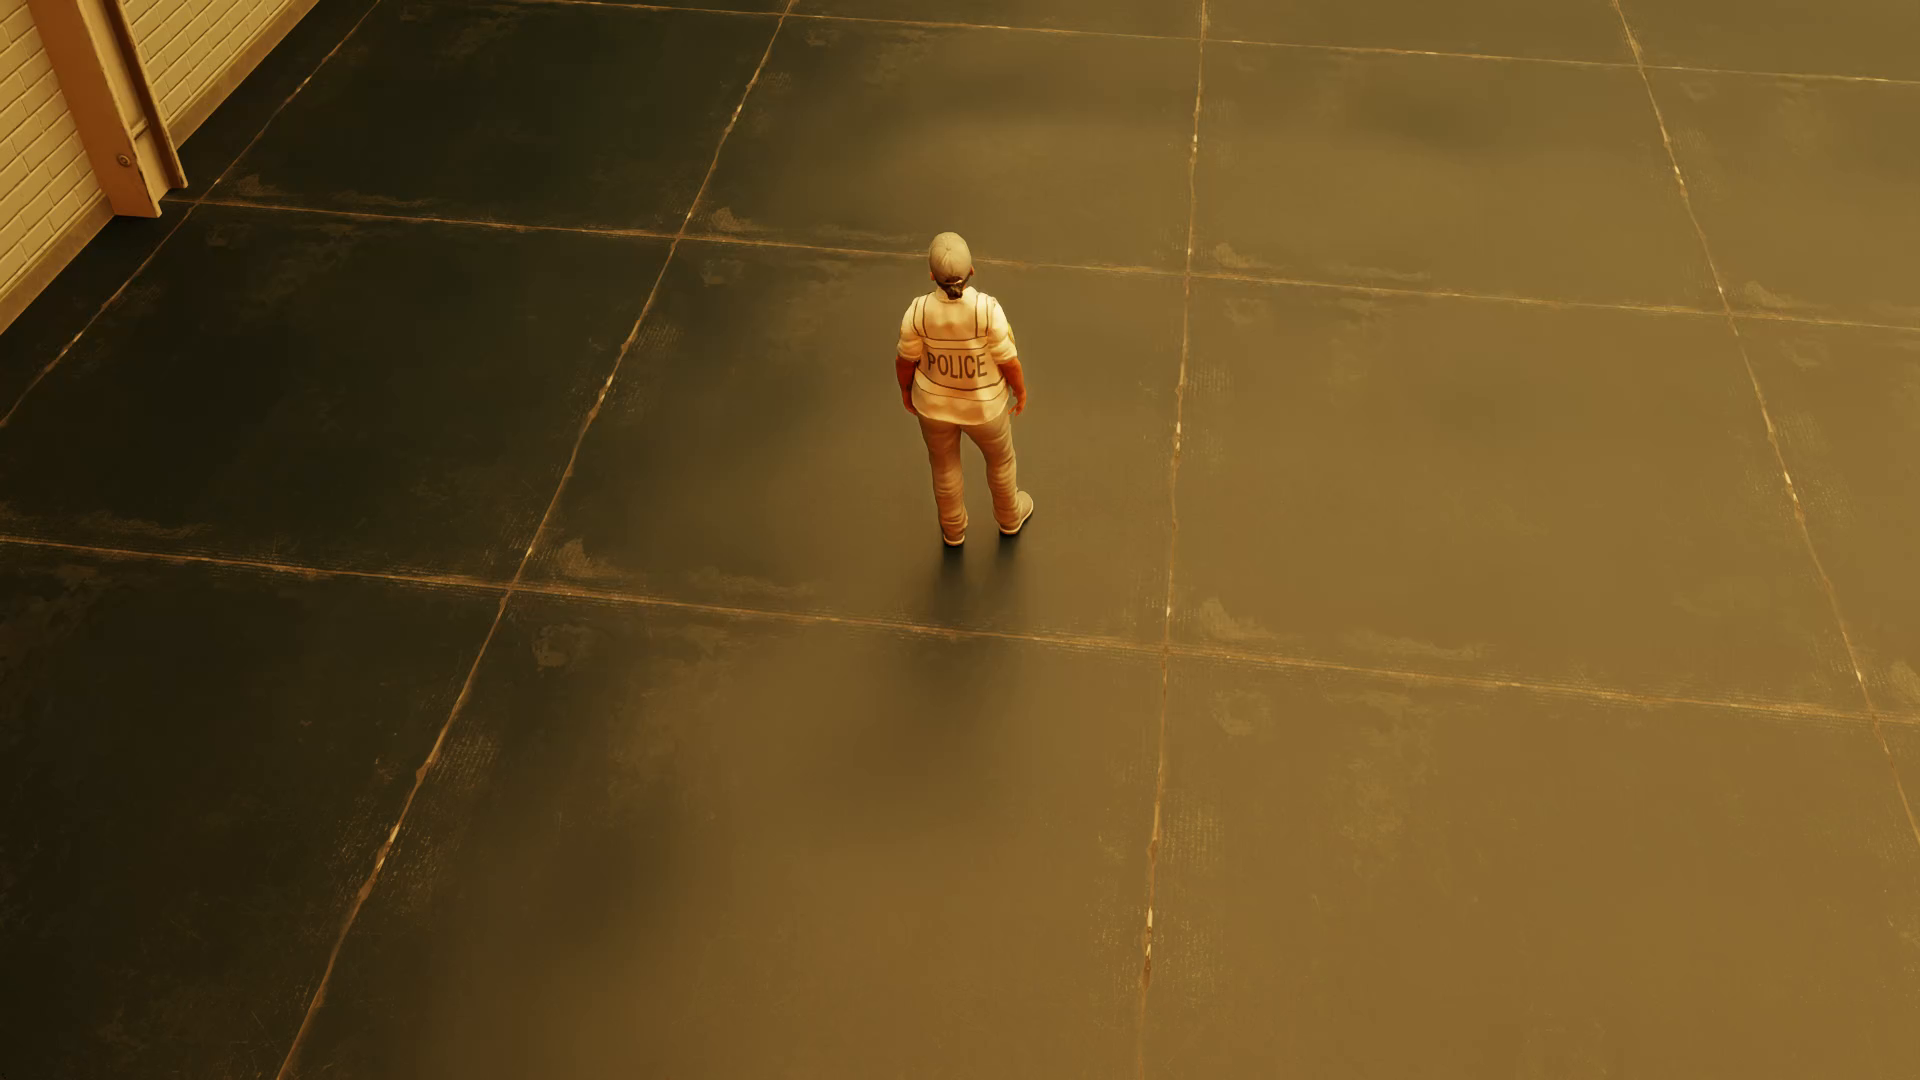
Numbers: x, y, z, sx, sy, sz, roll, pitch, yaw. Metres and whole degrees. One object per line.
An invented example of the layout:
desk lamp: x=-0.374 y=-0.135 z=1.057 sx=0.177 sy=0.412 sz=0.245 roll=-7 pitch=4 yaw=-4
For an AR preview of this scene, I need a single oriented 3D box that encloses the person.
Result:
person: x=0.033 y=-0.668 z=7.376 sx=0.598 sy=1.670 sz=0.529 roll=5 pitch=43 yaw=6
